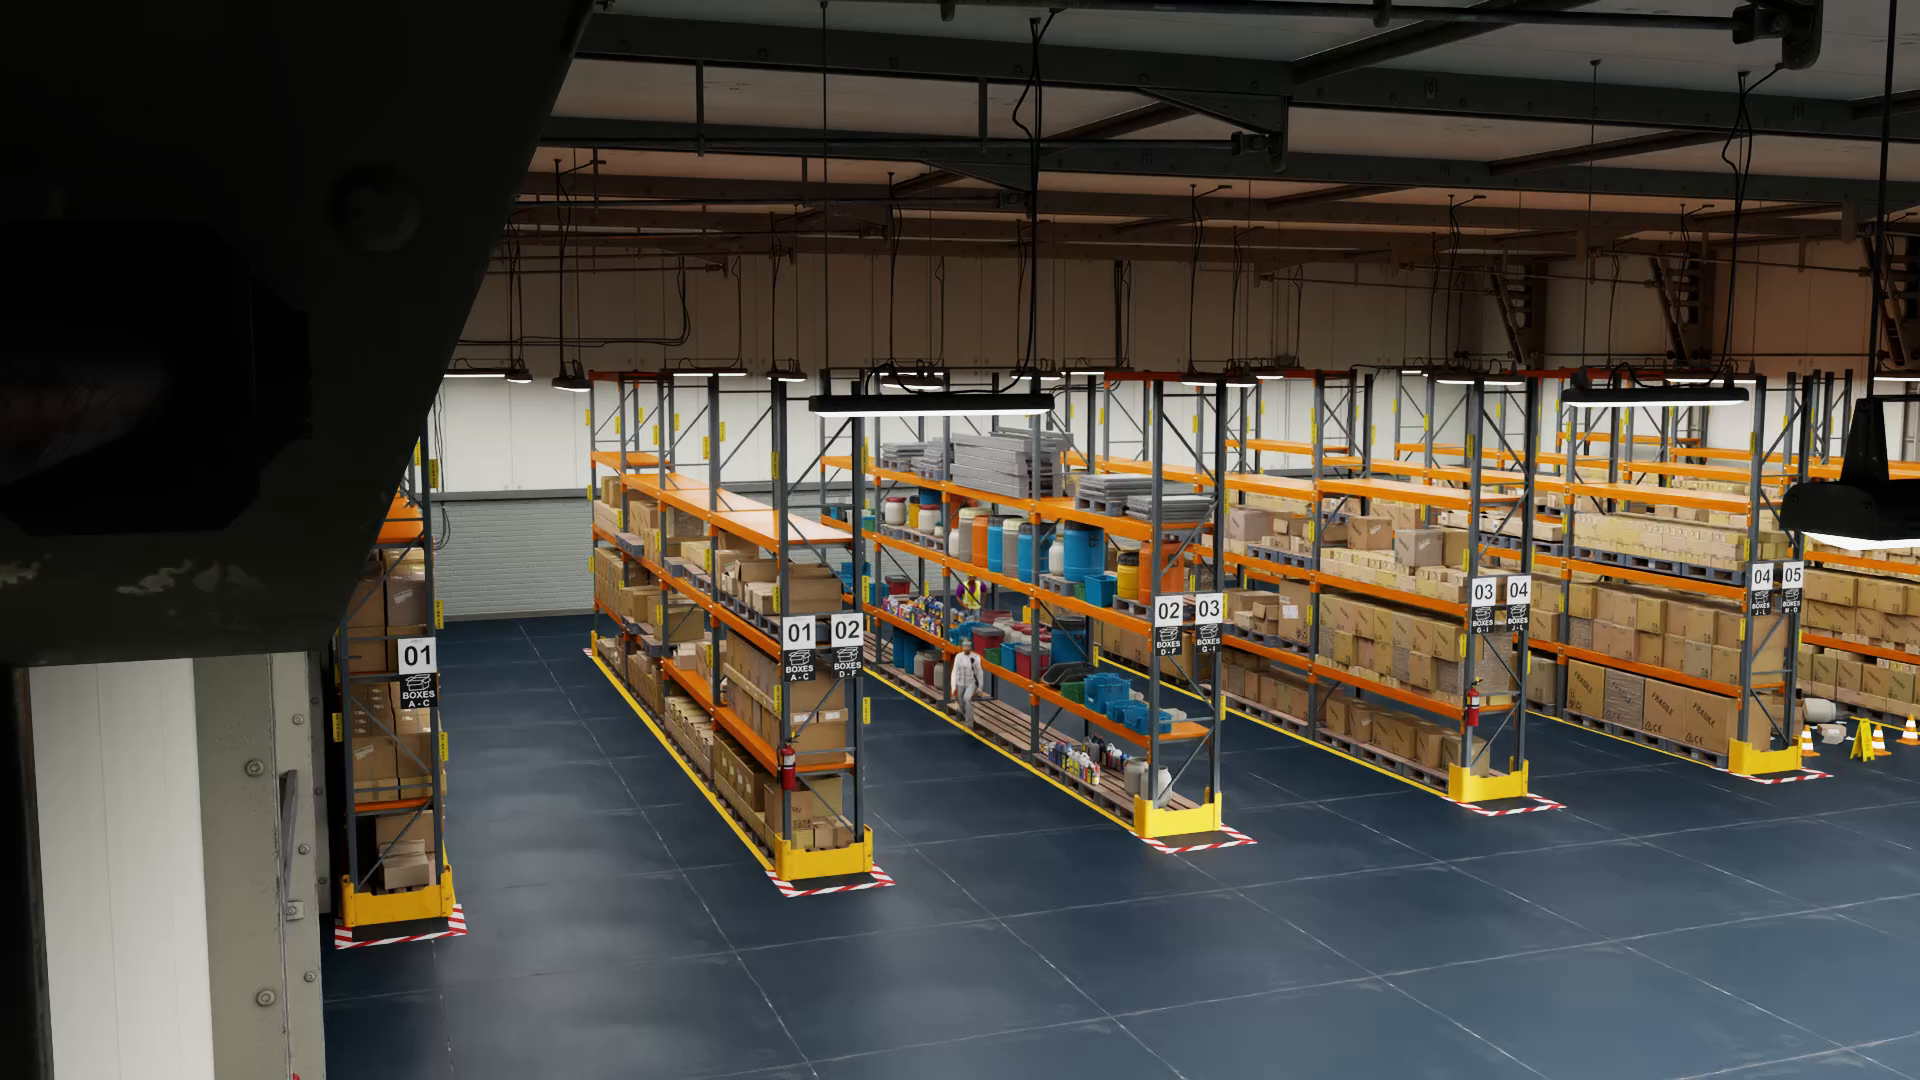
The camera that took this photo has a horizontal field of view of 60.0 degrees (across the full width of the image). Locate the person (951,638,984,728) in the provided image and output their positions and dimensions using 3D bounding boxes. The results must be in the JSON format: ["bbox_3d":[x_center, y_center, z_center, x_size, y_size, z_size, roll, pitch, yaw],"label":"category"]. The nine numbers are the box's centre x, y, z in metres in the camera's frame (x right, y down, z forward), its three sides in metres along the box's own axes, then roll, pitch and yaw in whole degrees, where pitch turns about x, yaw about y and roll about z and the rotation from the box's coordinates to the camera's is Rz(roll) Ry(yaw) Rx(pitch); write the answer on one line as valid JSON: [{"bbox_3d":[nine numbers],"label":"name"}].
[{"bbox_3d":[0.114,2.310,27.265,0.523,1.450,1.092,2,7,20],"label":"person"}]

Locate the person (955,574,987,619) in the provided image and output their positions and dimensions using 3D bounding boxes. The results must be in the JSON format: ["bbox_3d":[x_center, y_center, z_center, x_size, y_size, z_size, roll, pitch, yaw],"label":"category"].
[{"bbox_3d":[0.248,1.467,36.183,0.739,1.670,0.683,-1,7,-12],"label":"person"}]

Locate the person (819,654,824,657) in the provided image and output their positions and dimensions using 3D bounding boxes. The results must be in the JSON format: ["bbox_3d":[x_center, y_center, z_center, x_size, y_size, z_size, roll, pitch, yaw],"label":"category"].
[{"bbox_3d":[-2.768,1.781,33.195,0.585,1.662,1.067,-3,7,-23],"label":"person"}]
